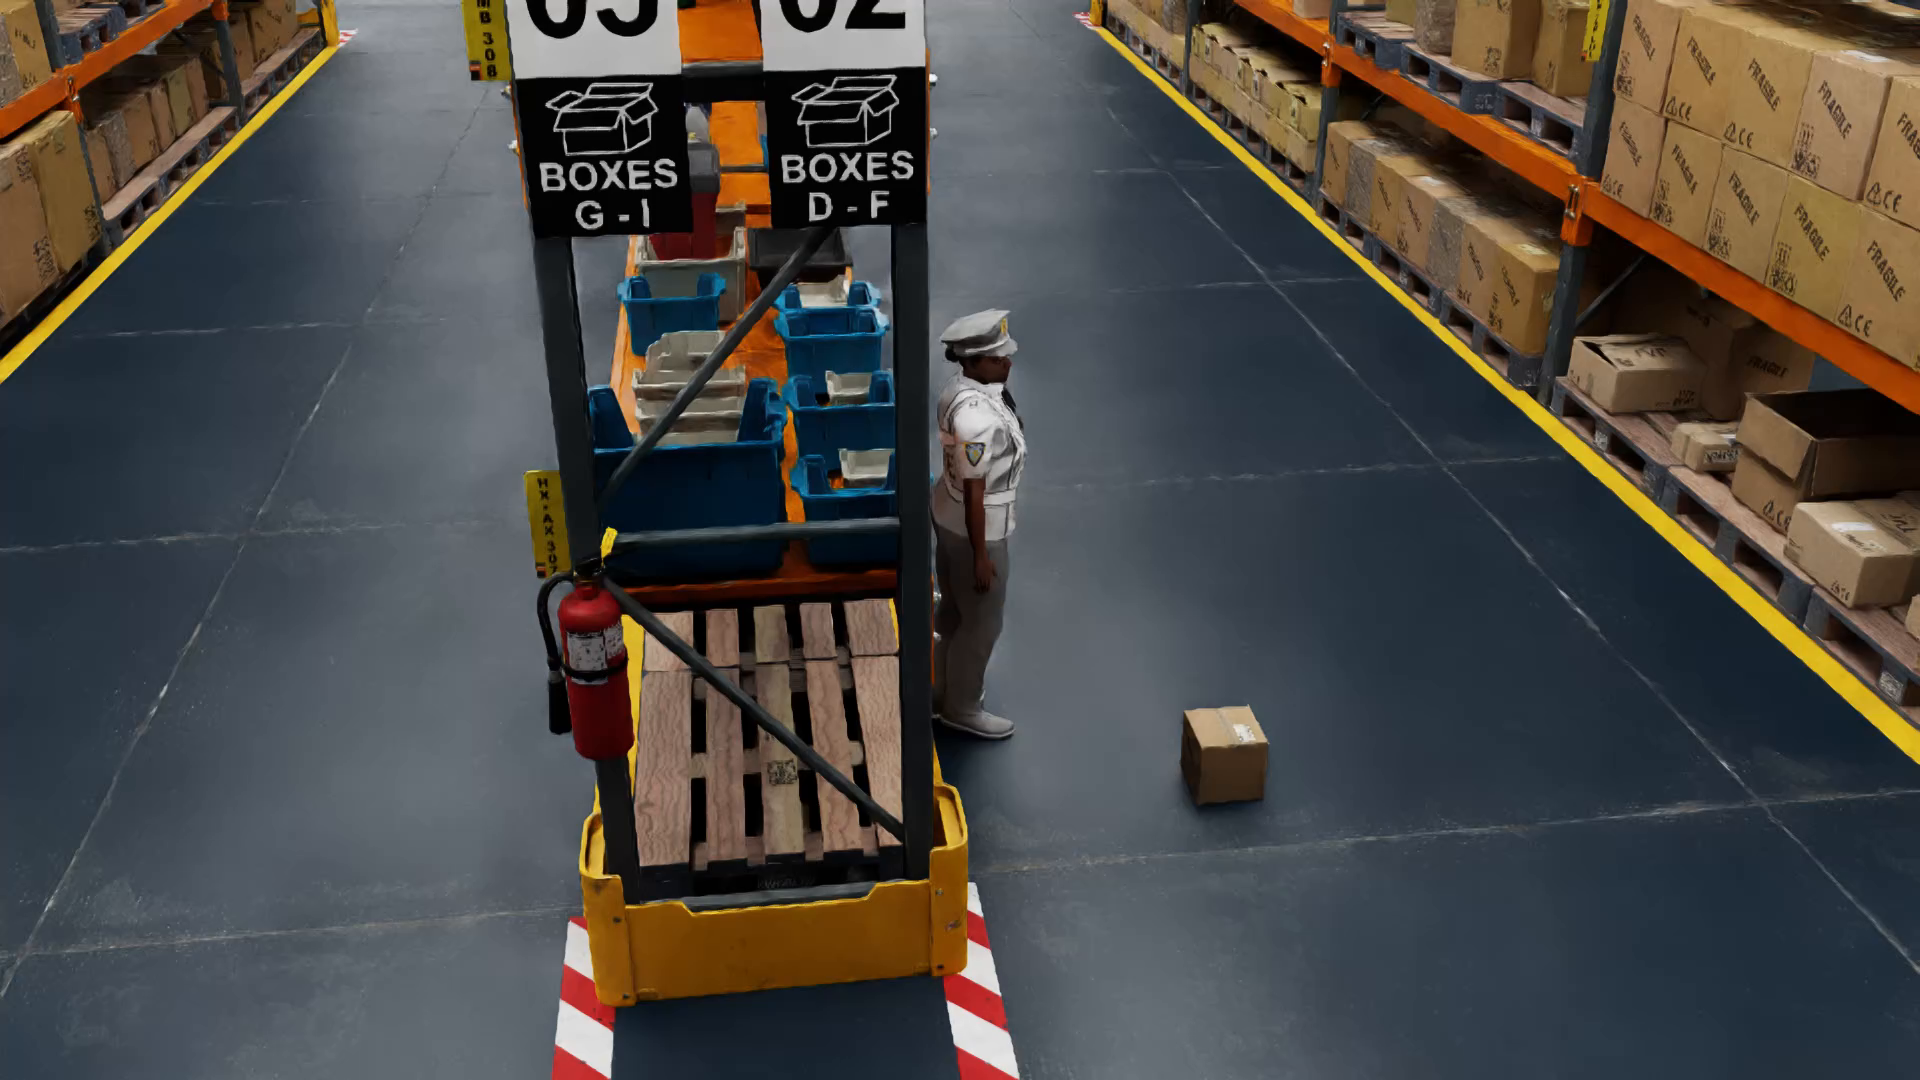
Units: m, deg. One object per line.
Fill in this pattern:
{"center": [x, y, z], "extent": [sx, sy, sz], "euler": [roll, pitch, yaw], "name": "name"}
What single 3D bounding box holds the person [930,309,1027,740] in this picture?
{"center": [0.056, -0.045, 6.179], "extent": [0.392, 1.692, 0.482], "euler": [-4, 28, -8], "name": "person"}
